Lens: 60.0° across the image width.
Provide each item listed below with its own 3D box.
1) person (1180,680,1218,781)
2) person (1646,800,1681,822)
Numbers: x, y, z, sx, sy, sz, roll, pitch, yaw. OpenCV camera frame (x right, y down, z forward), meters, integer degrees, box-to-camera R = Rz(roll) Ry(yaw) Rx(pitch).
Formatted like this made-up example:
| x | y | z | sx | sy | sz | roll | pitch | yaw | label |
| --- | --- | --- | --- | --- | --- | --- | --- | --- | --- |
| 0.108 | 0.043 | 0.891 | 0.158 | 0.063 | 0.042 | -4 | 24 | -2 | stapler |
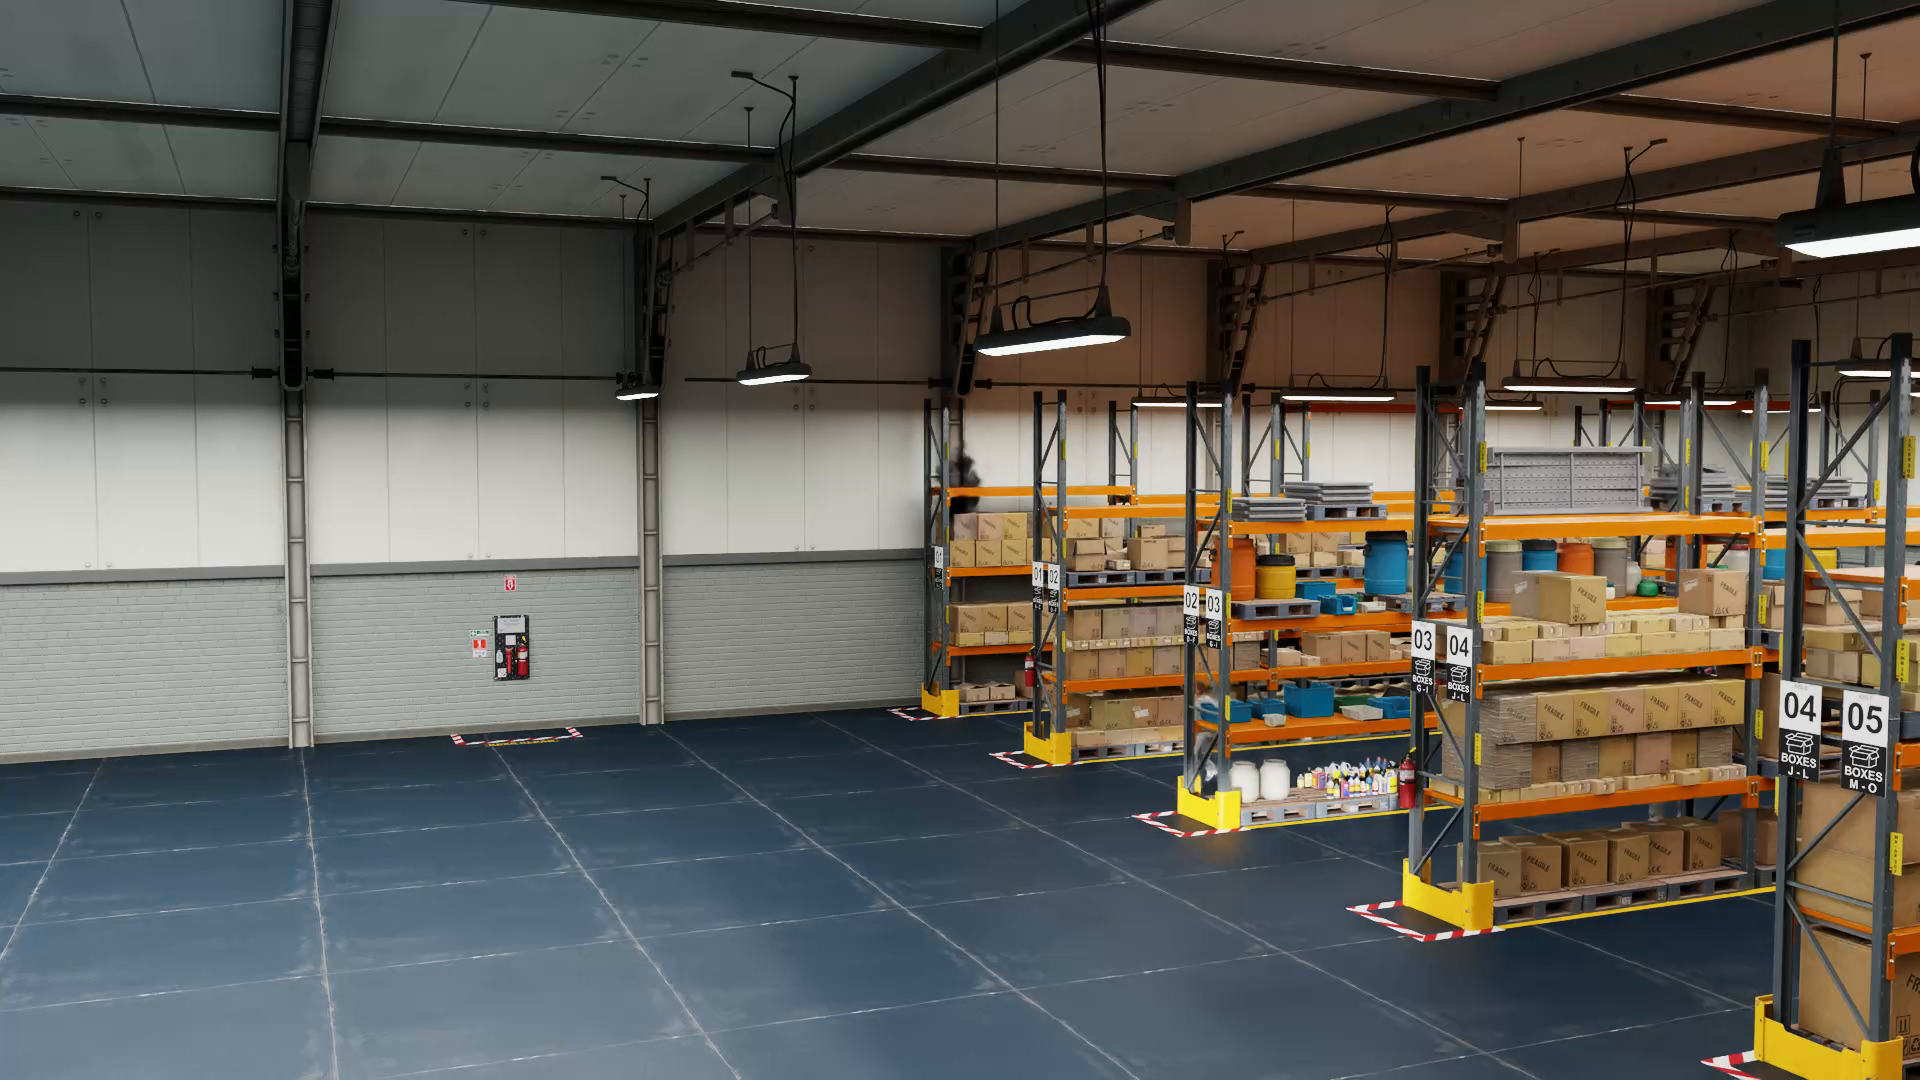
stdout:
| x | y | z | sx | sy | sz | roll | pitch | yaw | label |
| --- | --- | --- | --- | --- | --- | --- | --- | --- | --- |
| 3.550 | 2.879 | 24.802 | 0.838 | 1.607 | 0.527 | -3 | 4 | -37 | person |
| 9.557 | 2.961 | 22.366 | 0.810 | 1.839 | 0.693 | -2 | 4 | -31 | person |
